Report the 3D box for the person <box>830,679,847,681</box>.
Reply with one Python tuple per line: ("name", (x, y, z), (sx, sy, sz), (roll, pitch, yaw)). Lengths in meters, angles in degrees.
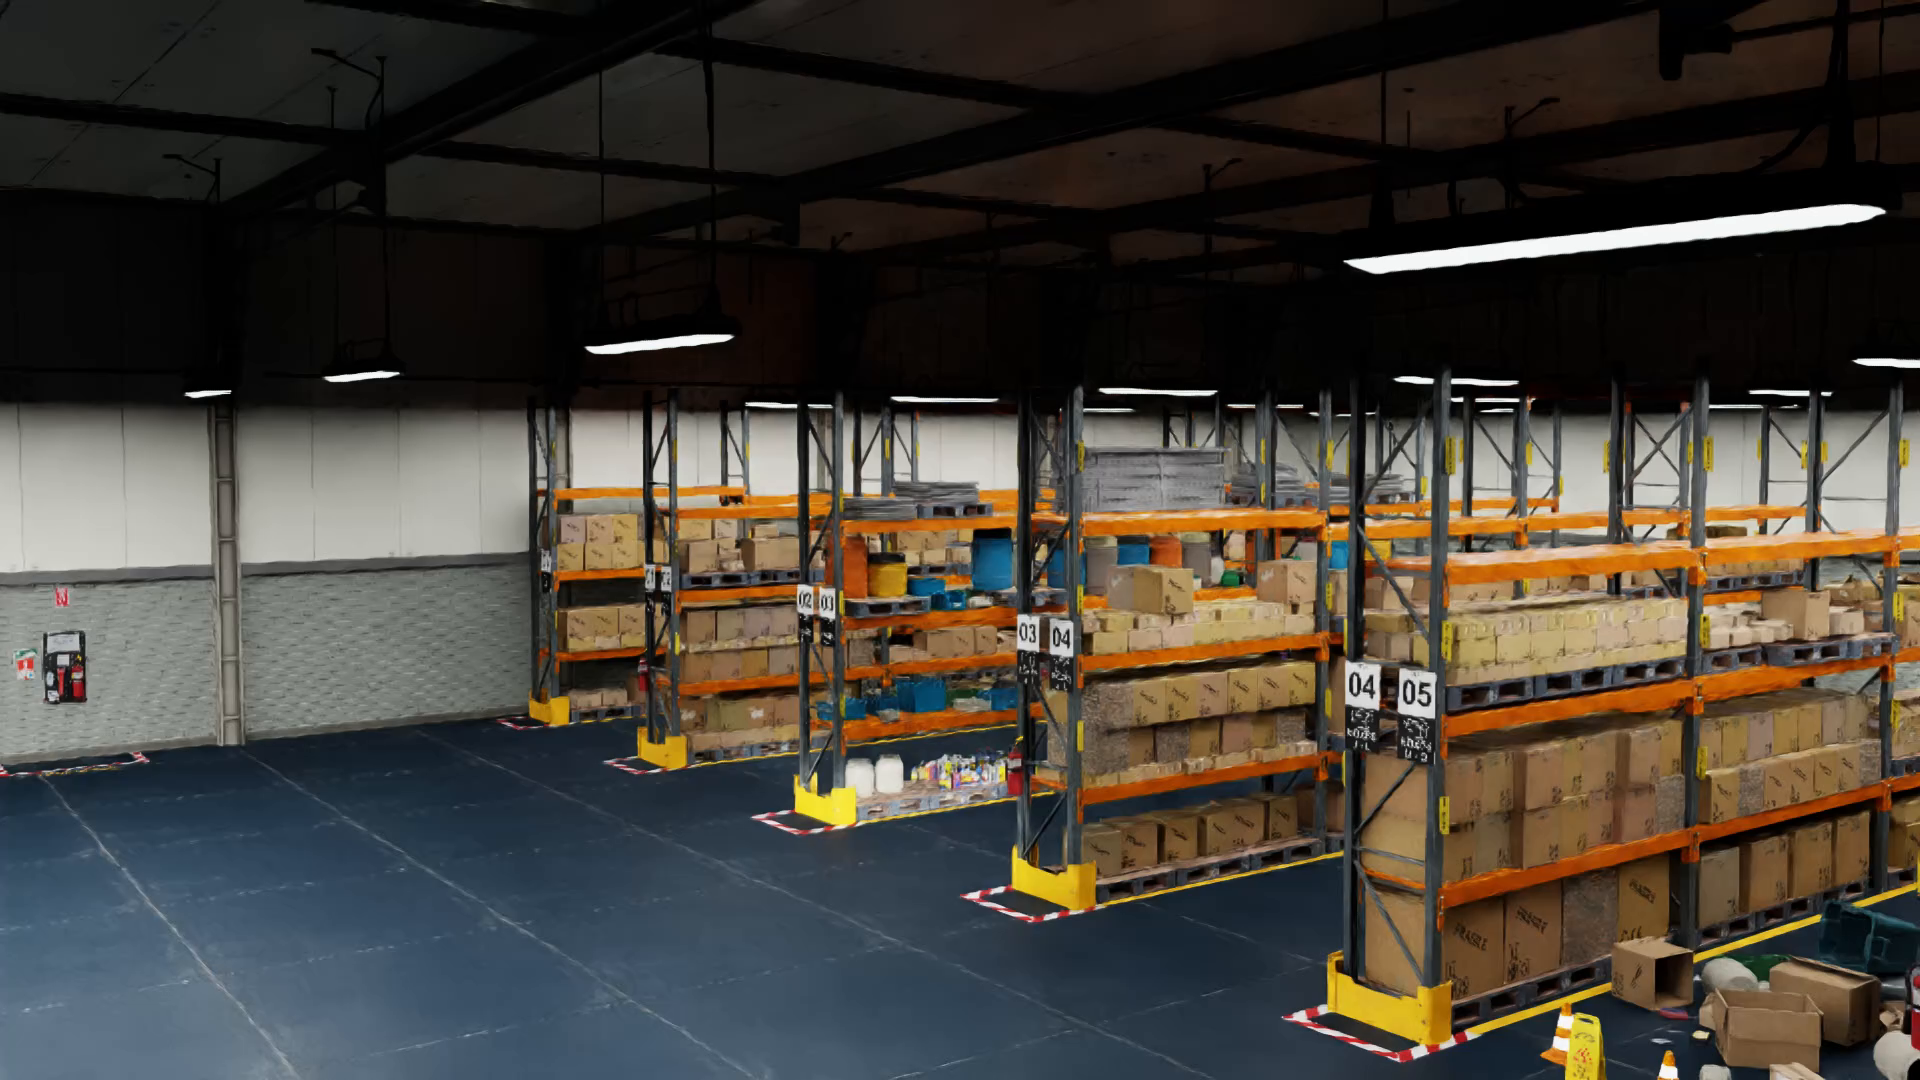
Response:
("person", (-2.357, 2.527, 30.931), (0.522, 1.592, 0.527), (0, 3, -3))
